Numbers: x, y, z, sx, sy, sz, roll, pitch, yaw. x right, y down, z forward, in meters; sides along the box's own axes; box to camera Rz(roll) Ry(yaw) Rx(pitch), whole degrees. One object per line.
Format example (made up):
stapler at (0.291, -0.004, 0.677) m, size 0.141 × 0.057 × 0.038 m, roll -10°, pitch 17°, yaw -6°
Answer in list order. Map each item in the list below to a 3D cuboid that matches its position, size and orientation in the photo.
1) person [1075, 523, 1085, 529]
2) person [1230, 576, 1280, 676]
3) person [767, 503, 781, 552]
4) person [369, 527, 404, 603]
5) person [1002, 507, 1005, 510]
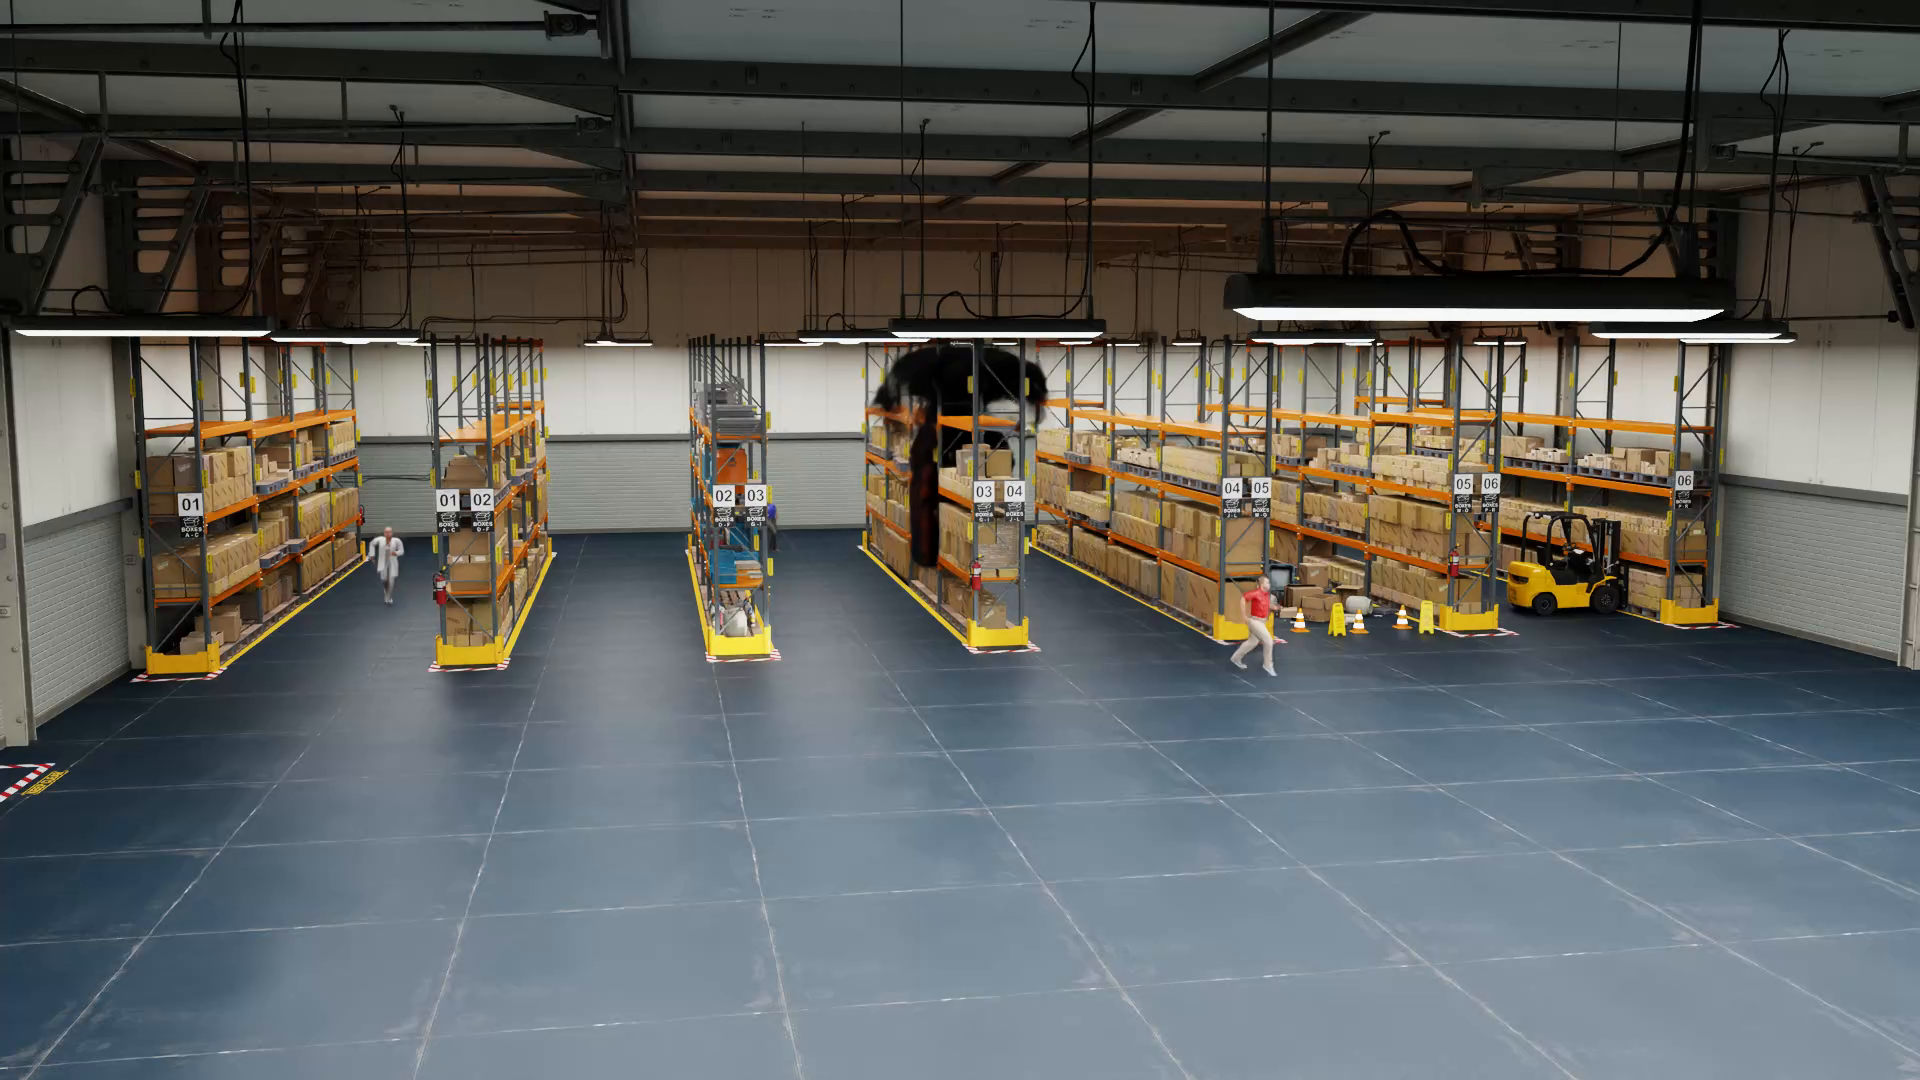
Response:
person at (3.597, -0.713, 49.551) m, size 0.651 × 1.575 × 0.582 m, roll 5°, pitch 8°, yaw 38°
person at (5.212, 1.521, 29.416) m, size 0.890 × 1.787 × 0.687 m, roll 4°, pitch 7°, yaw 28°
person at (-5.405, -0.463, 47.175) m, size 0.630 × 1.652 × 0.644 m, roll -6°, pitch 9°, yaw -41°
person at (-12.876, 0.573, 37.364) m, size 0.755 × 1.732 × 0.812 m, roll -2°, pitch 7°, yaw -17°
person at (1.462, -0.387, 45.677) m, size 0.667 × 1.806 × 0.818 m, roll 0°, pitch 7°, yaw -4°
